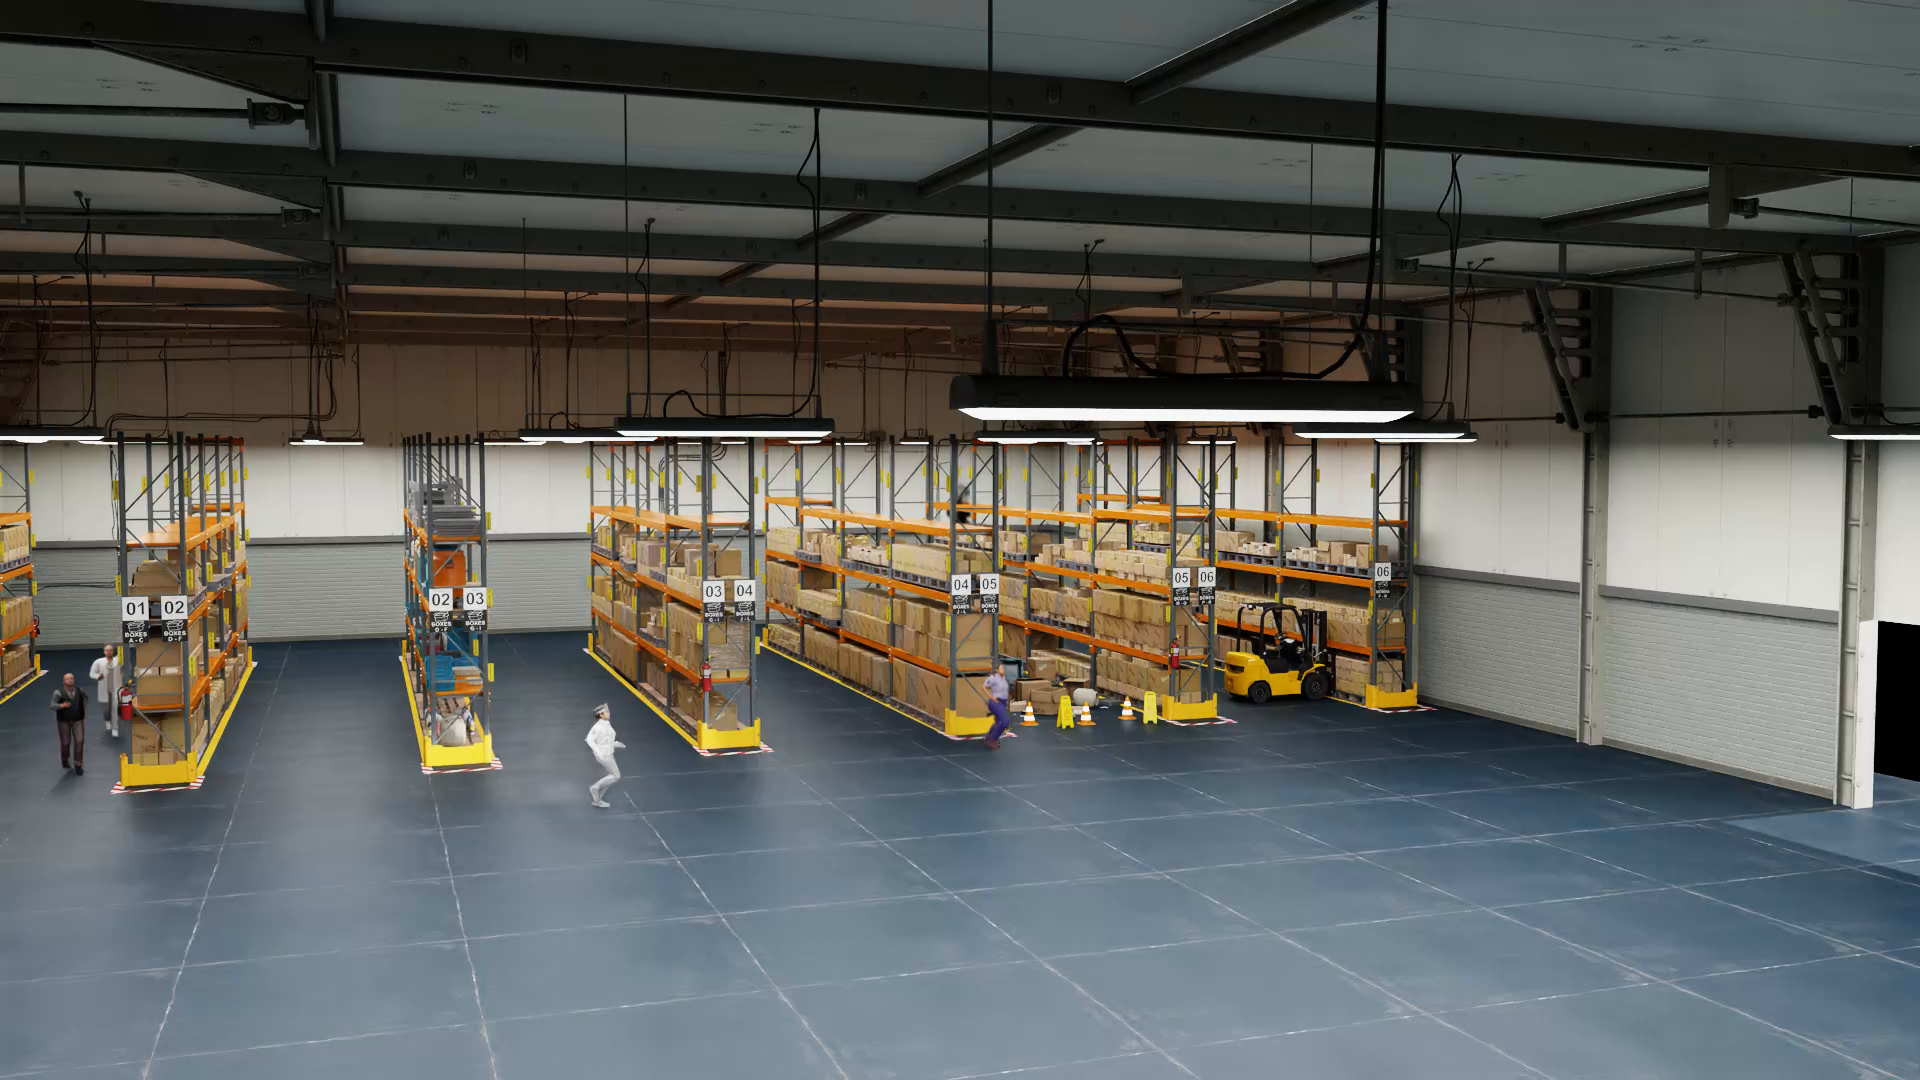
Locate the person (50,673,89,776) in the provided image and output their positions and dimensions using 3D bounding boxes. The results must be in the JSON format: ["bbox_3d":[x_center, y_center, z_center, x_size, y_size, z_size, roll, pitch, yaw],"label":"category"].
[{"bbox_3d":[-15.635,3.222,29.235,0.650,1.755,0.826,-2,4,-36],"label":"person"}]

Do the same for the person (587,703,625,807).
[{"bbox_3d":[-5.614,3.424,26.486,0.535,1.656,0.605,0,3,3],"label":"person"}]

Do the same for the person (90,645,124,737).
[{"bbox_3d":[-16.898,2.974,33.063,0.708,1.777,1.050,-2,4,-28],"label":"person"}]

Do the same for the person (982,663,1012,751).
[{"bbox_3d":[0.736,3.165,31.626,0.593,1.645,0.637,2,4,26],"label":"person"}]
